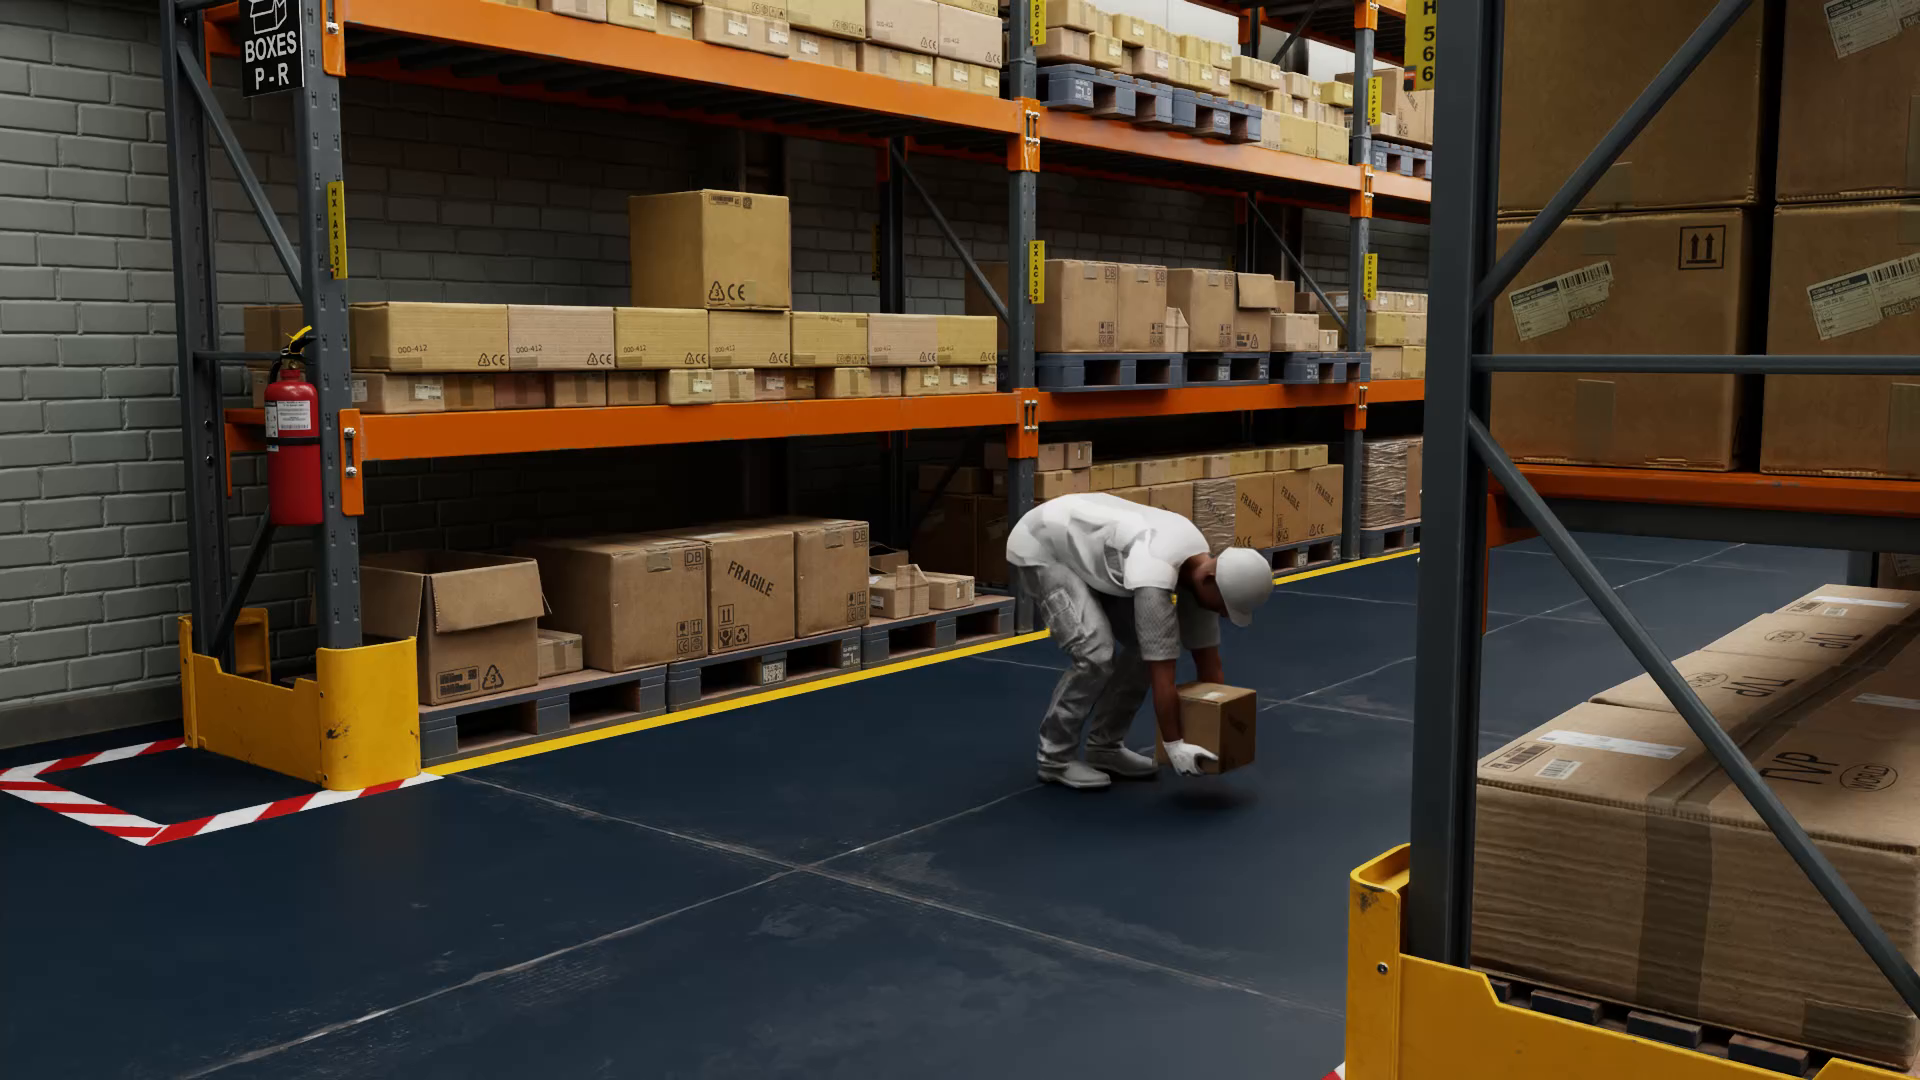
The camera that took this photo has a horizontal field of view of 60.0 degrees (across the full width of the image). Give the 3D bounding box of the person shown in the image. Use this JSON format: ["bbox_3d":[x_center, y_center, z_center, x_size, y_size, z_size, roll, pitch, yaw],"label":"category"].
[{"bbox_3d":[0.632,0.356,5.831,0.985,1.027,0.519,5,8,36],"label":"person"}]
